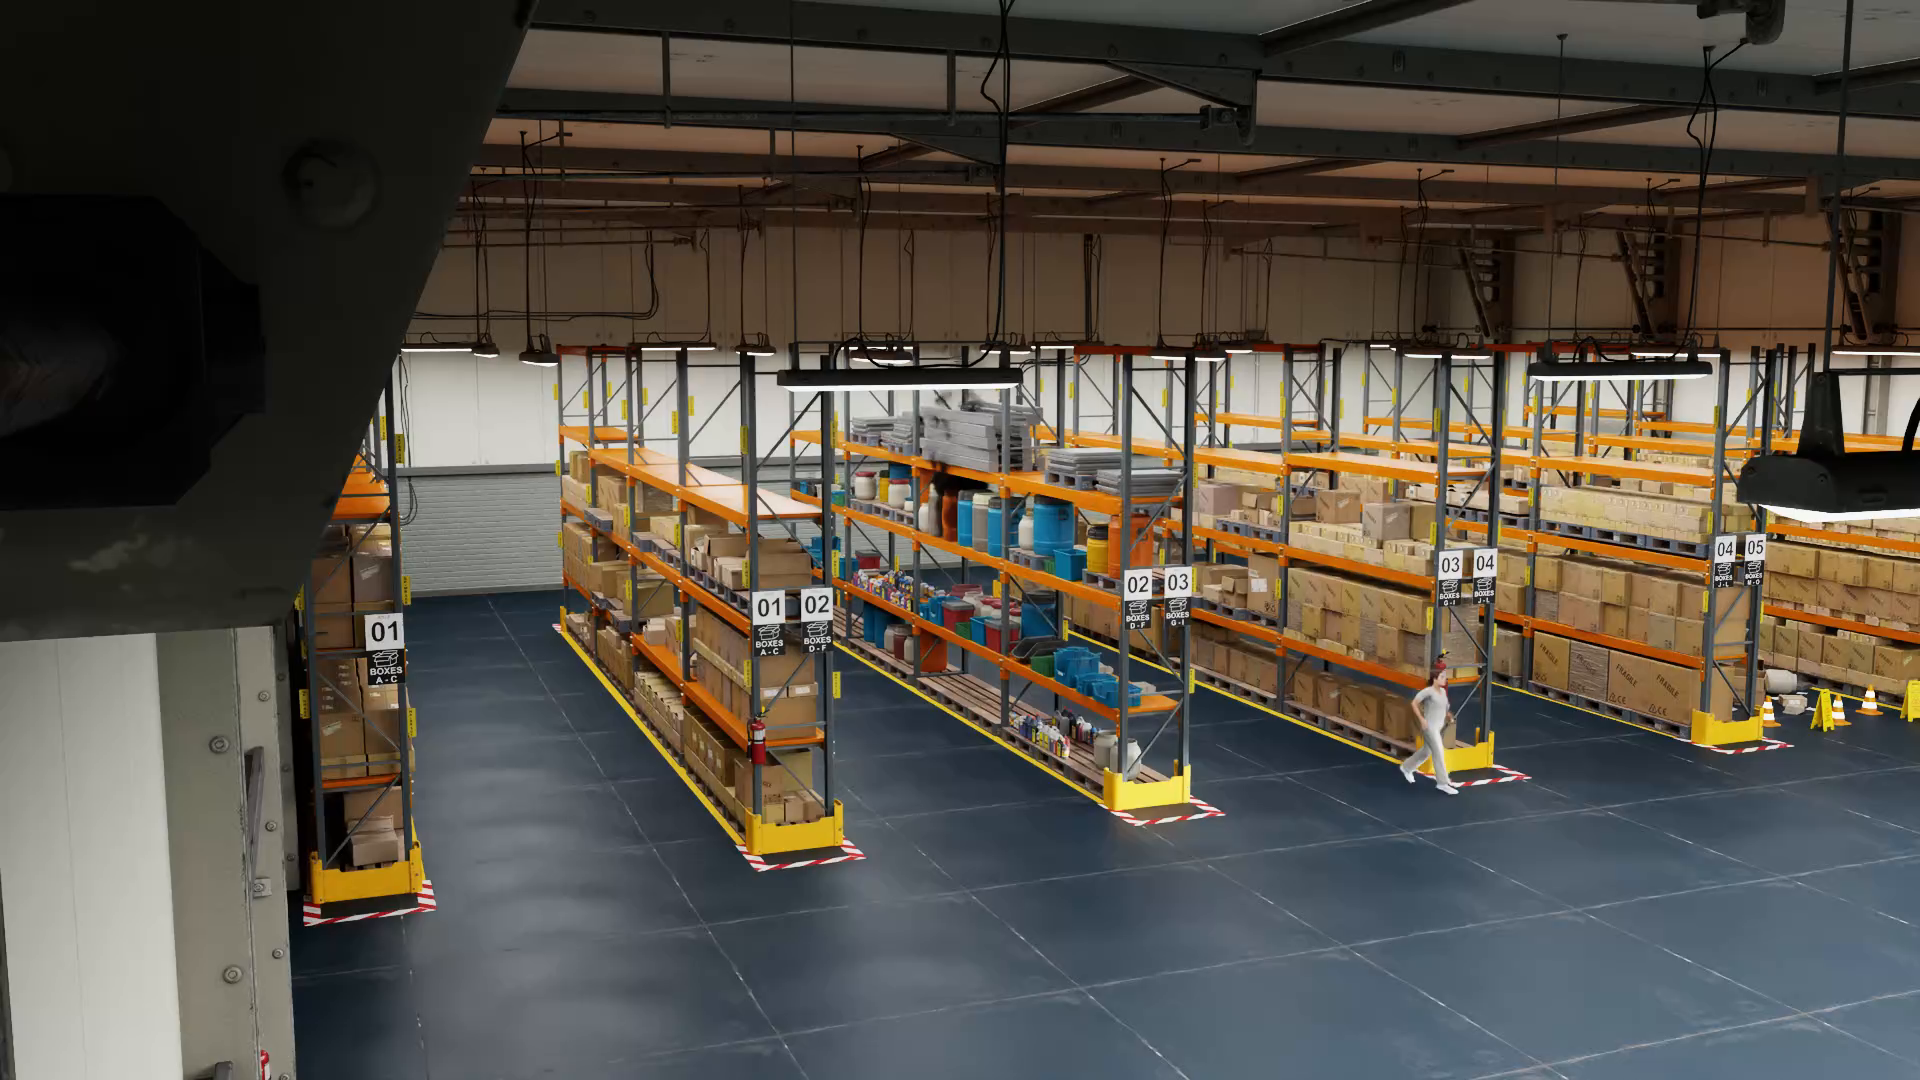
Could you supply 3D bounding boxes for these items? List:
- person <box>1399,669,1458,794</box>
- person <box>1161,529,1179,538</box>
[{"bbox_3d":[6.517,2.589,22.899,0.891,1.667,0.562,7,10,44],"label":"person"},{"bbox_3d":[5.106,0.270,40.978,0.920,1.695,0.661,-7,10,-44],"label":"person"}]
